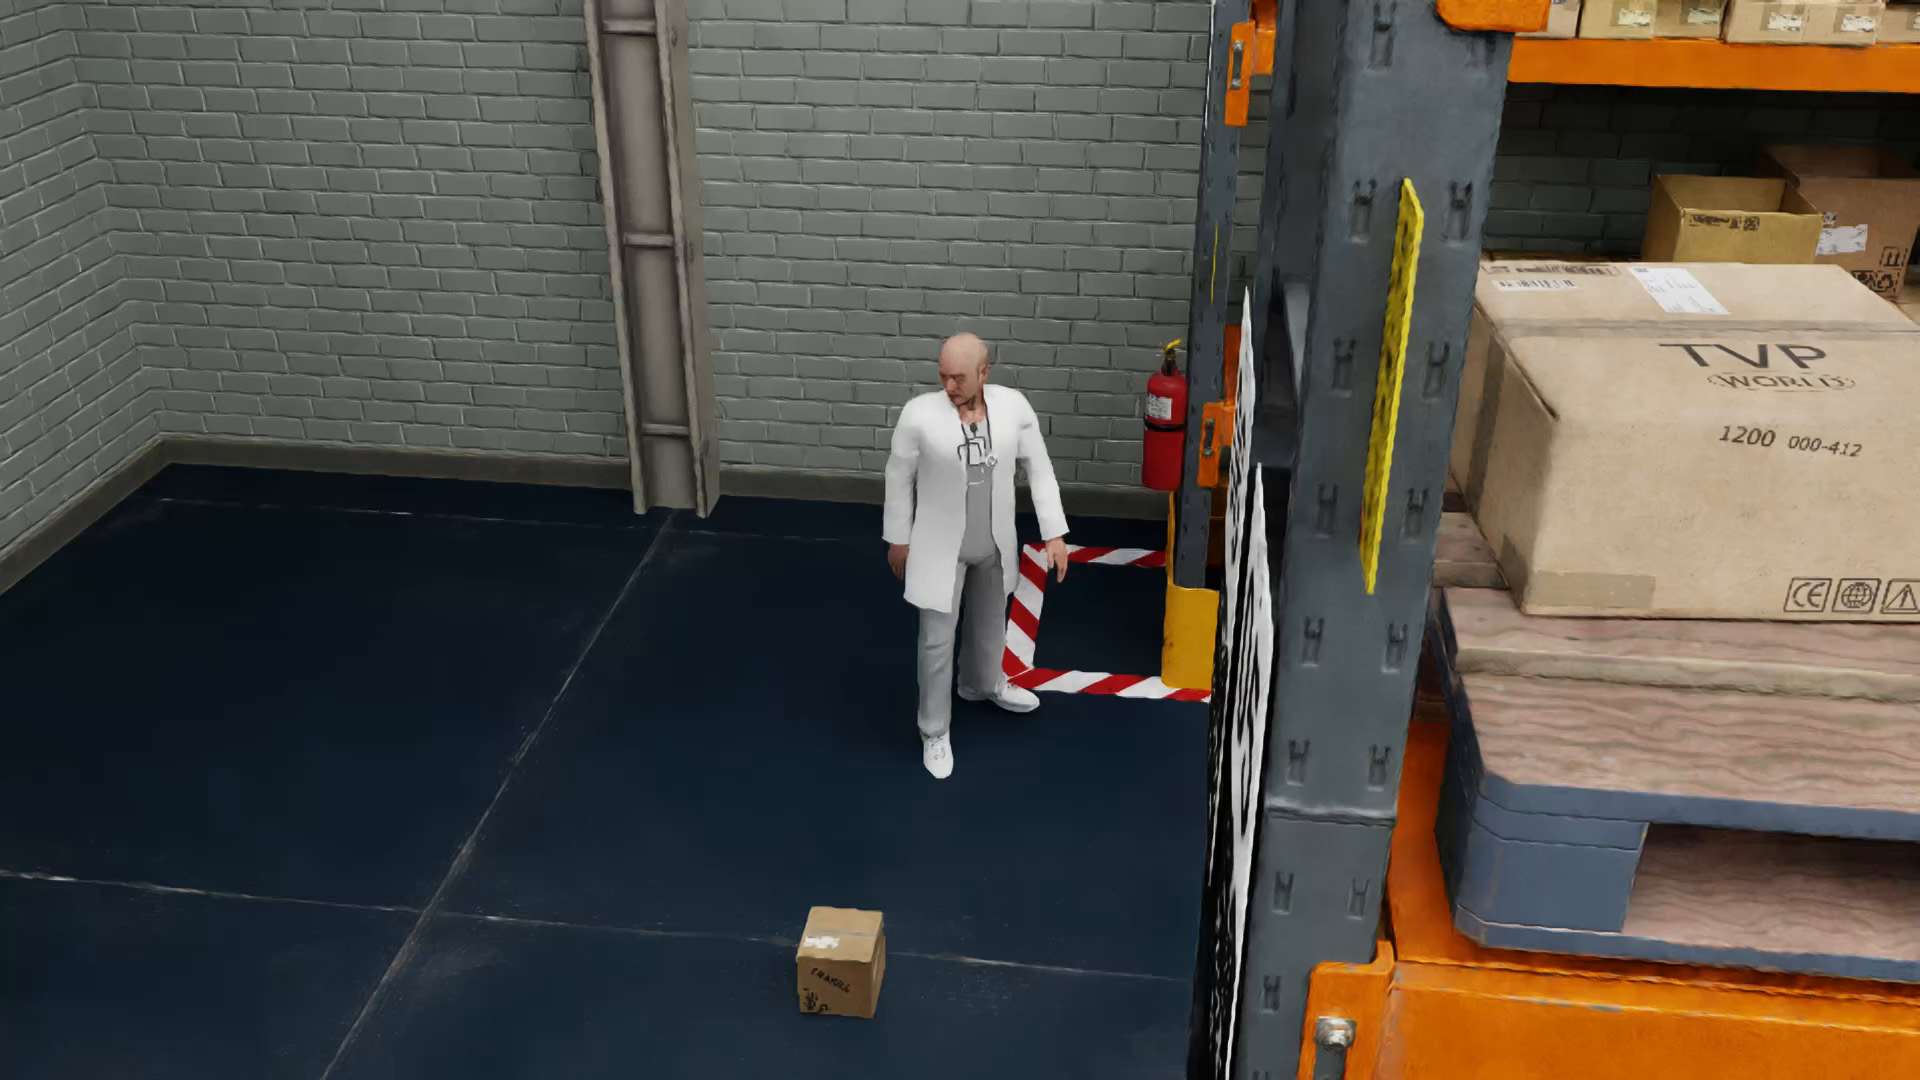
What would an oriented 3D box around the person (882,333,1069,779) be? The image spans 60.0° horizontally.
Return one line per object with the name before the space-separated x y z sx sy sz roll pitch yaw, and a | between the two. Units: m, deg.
person | 0.050 0.032 6.605 0.676 1.834 0.553 -11 30 -20
